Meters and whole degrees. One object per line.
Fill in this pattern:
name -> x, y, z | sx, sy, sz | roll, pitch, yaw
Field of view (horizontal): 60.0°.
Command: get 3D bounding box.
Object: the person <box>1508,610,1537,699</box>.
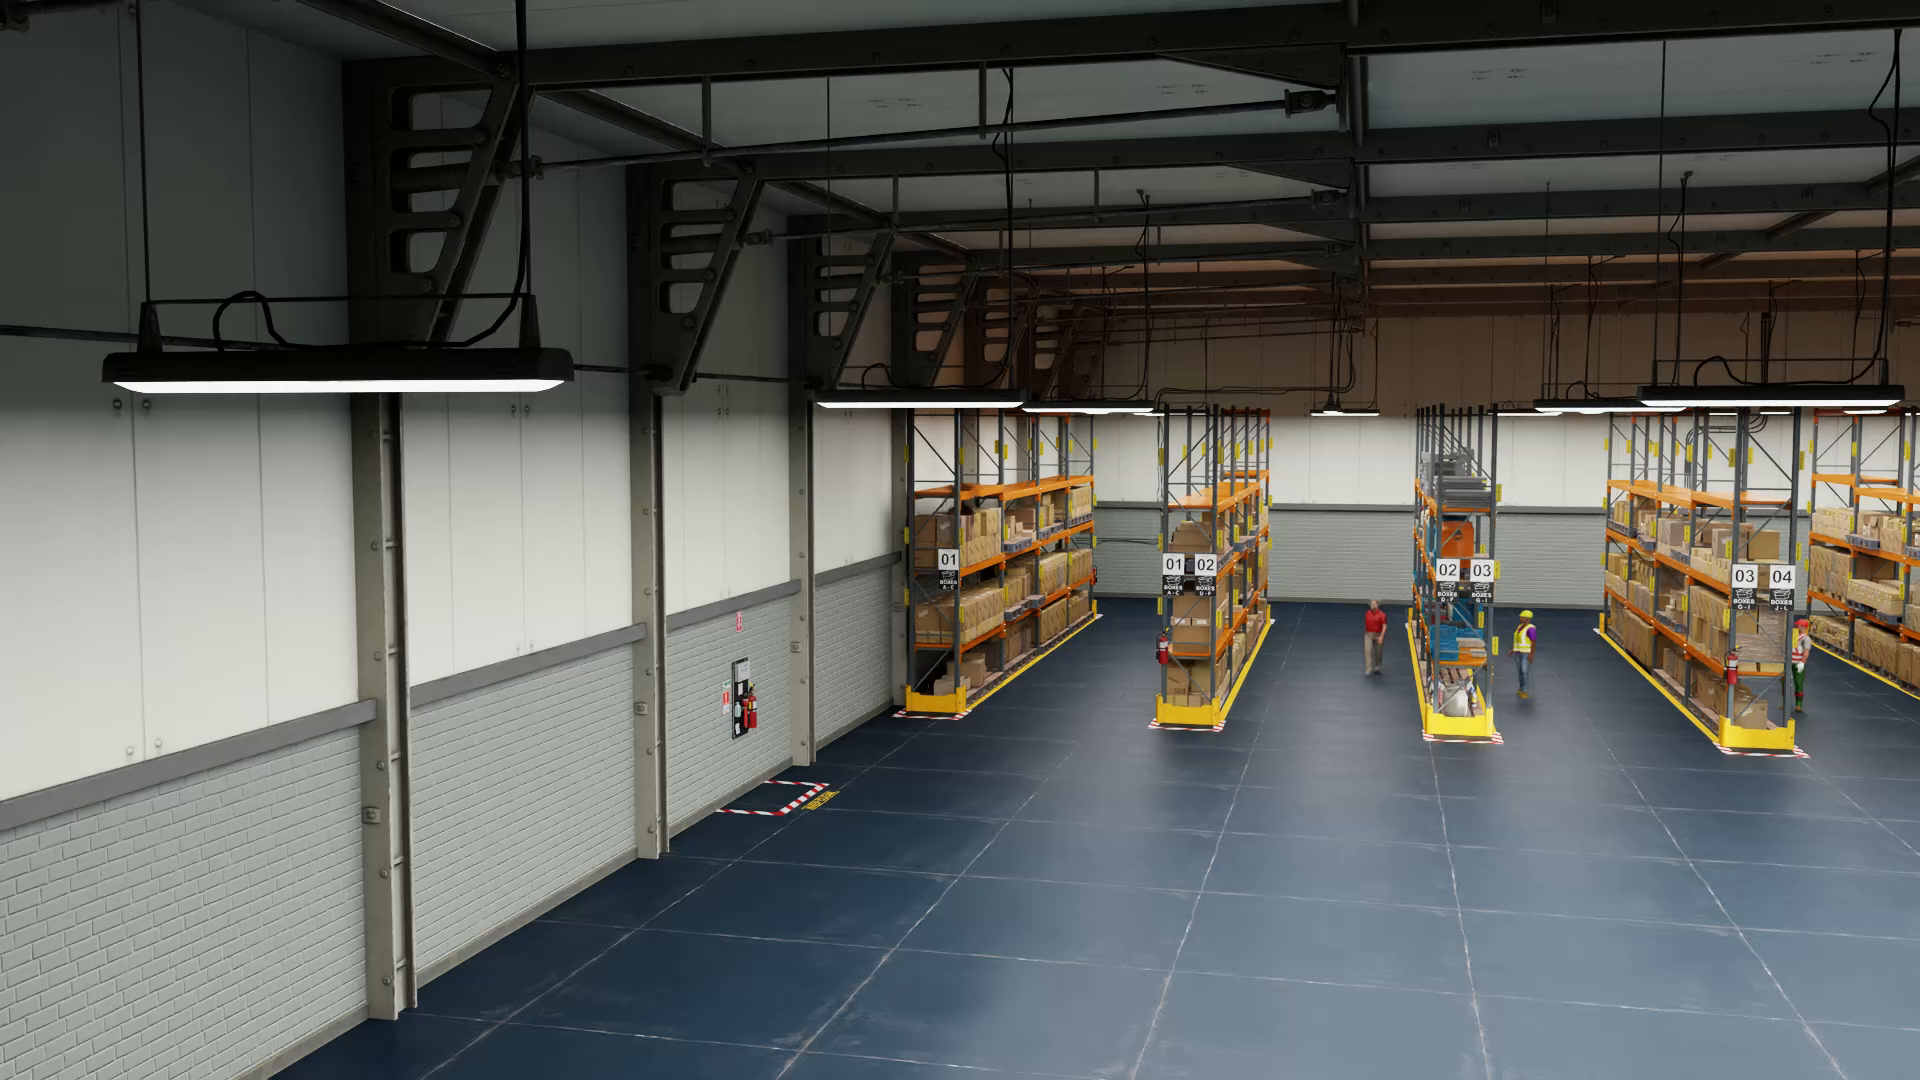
person -> 11.607, 2.356, 34.340 | 0.565, 1.800, 0.601 | -3, 5, -35

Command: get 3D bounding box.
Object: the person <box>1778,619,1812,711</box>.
person -> 16.387, 2.465, 32.634 | 0.600, 1.818, 0.573 | -4, 6, -41

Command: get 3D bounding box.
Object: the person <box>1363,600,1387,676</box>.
person -> 9.277, 2.173, 37.182 | 0.517, 1.672, 1.069 | 1, 4, 15
